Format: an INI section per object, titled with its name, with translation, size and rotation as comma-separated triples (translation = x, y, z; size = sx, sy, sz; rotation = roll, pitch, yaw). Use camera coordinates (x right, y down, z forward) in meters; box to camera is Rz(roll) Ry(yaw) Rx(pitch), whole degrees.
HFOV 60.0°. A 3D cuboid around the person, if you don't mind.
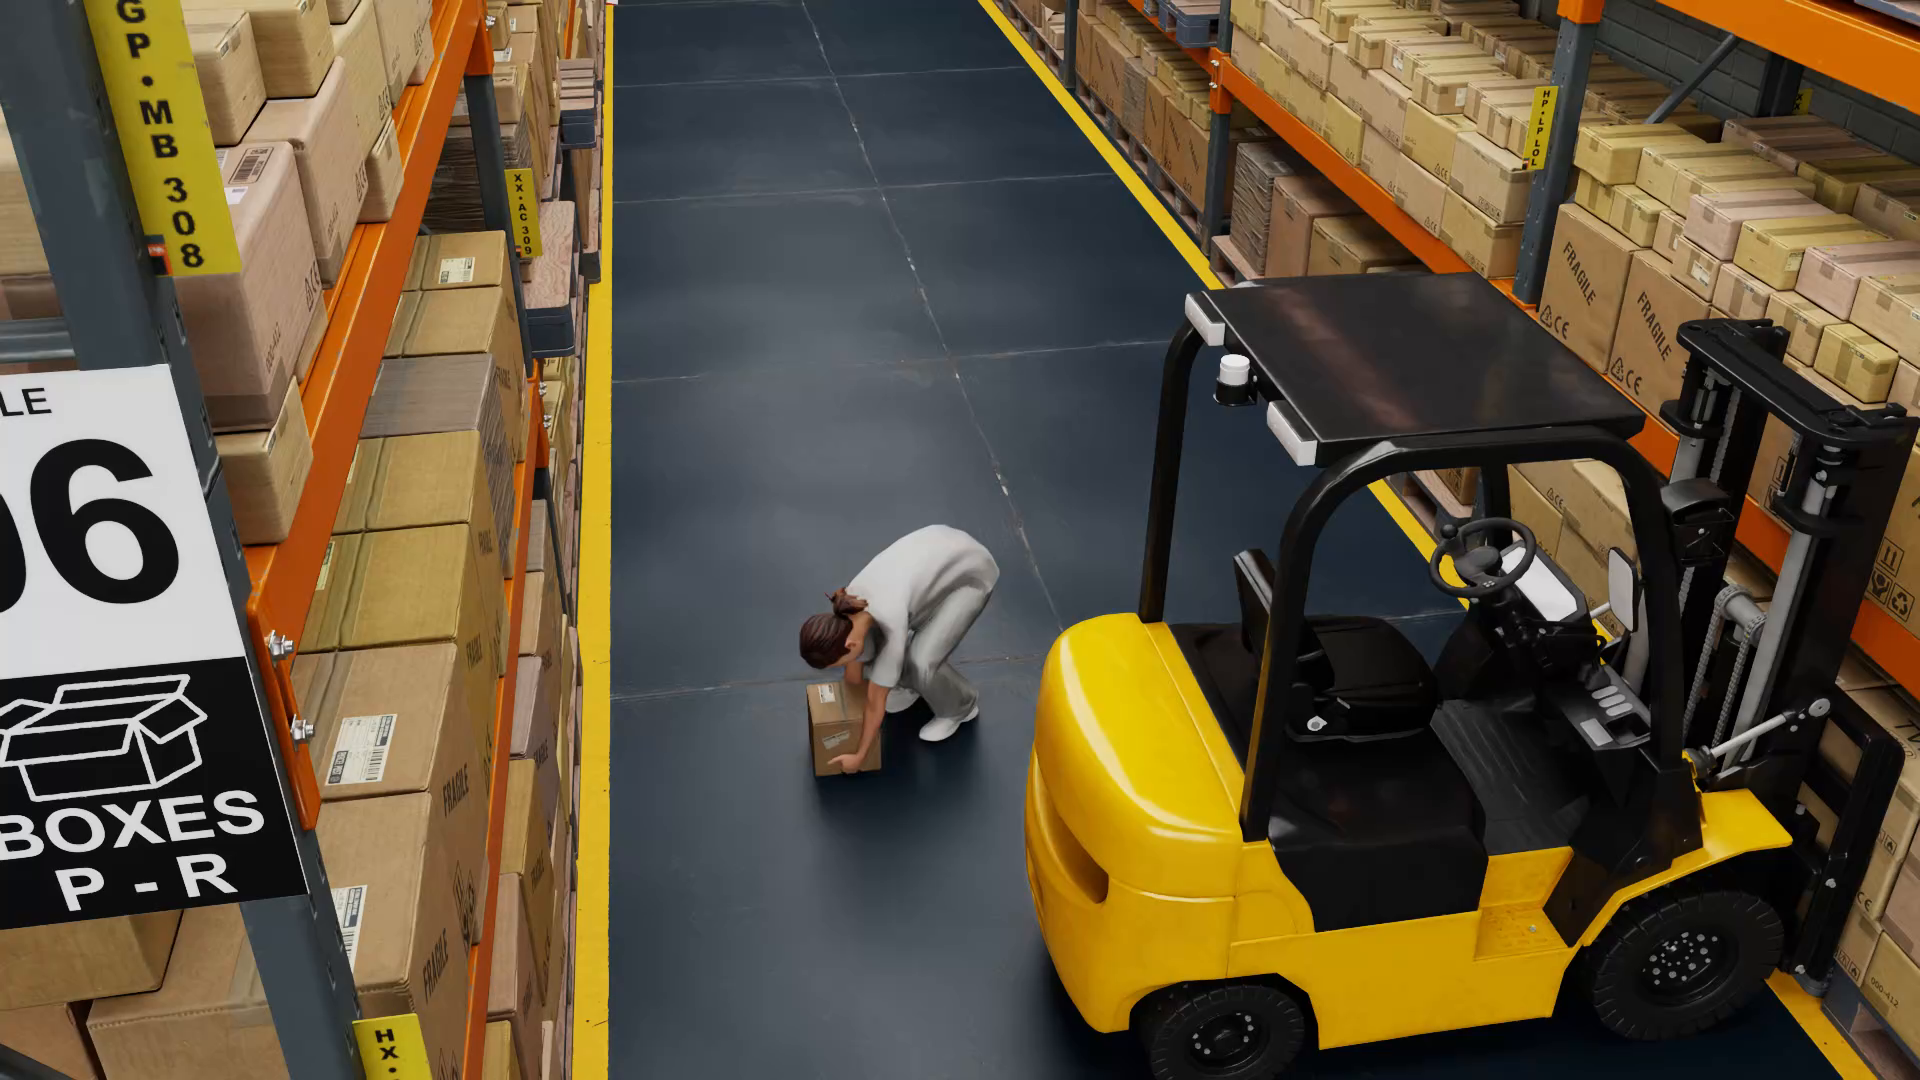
[person]
translation = -0.234, 0.422, 6.337
size = 0.864, 0.830, 0.475
rotation = -24, 39, -35
